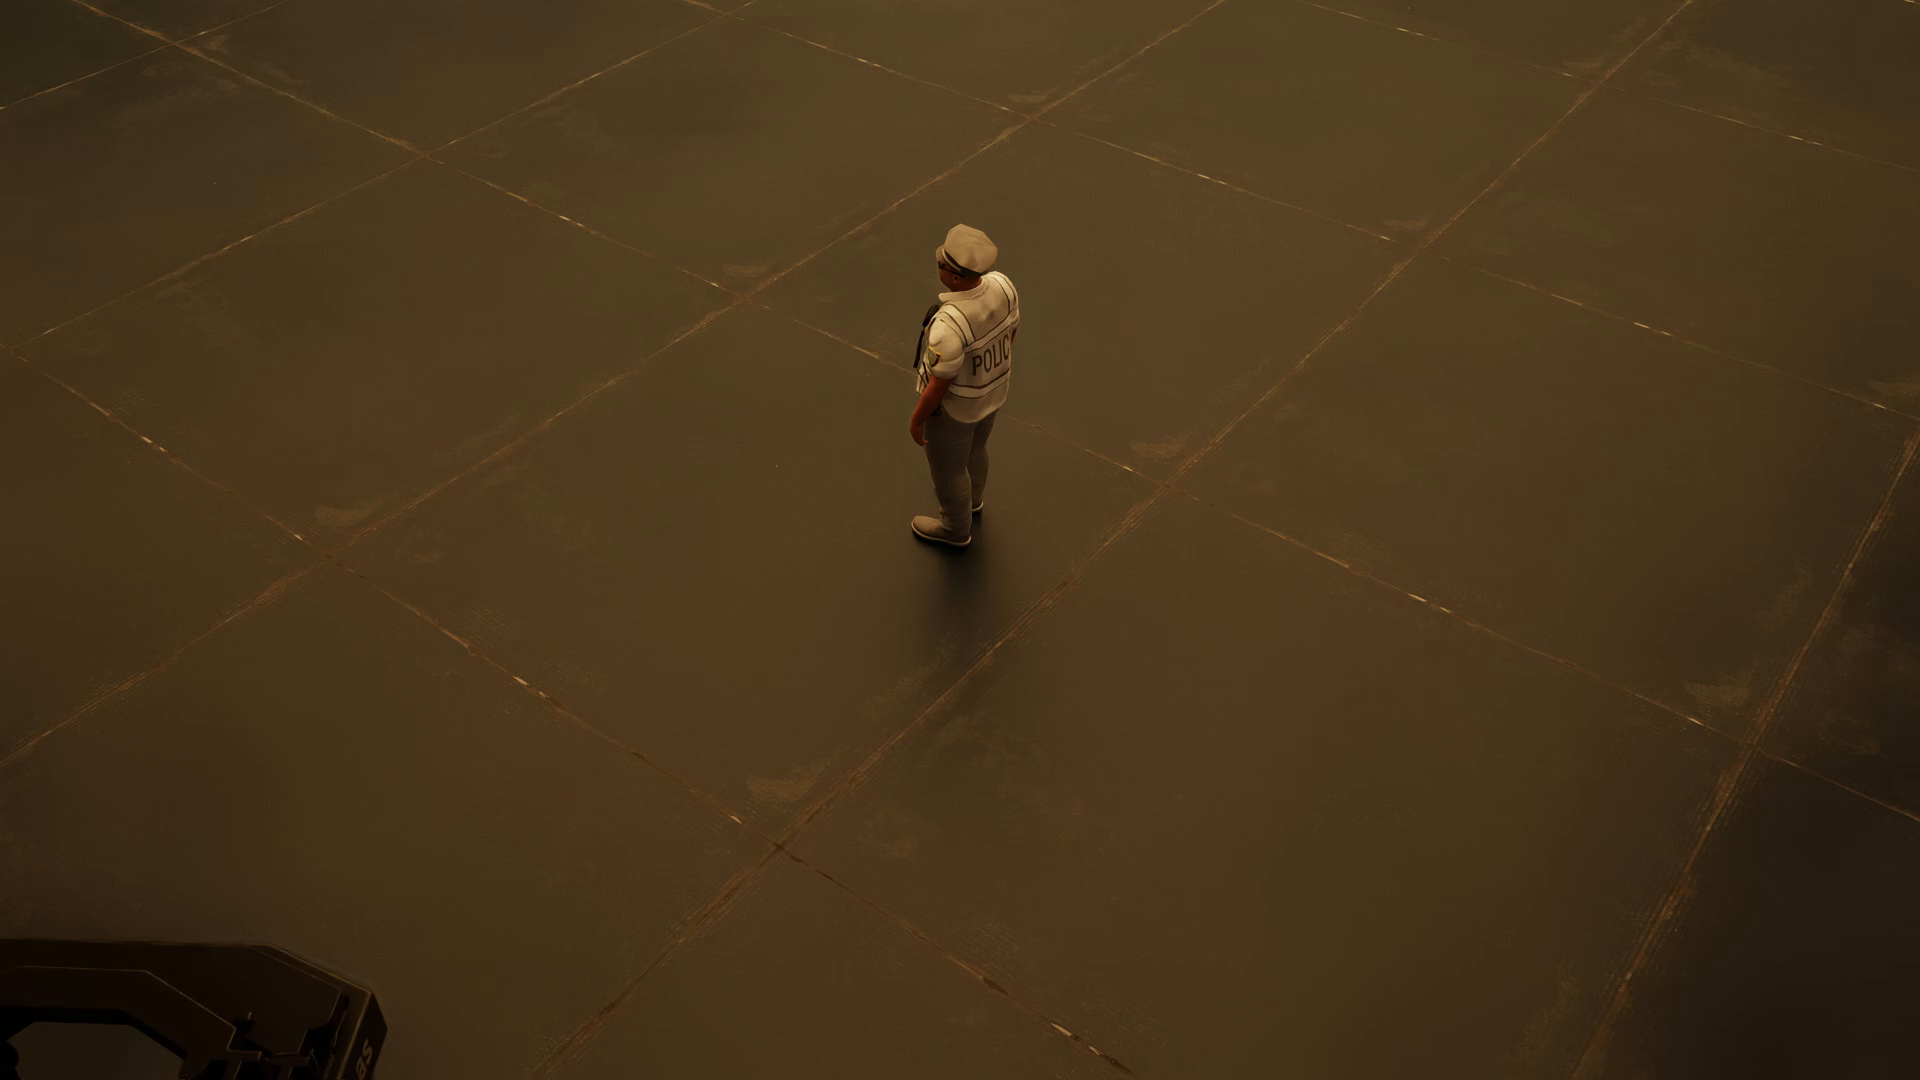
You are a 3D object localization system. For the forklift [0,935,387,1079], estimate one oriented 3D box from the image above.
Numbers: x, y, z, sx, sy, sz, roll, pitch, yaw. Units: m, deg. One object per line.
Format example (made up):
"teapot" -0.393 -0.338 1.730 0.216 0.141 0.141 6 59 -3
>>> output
"forklift" -1.571 2.297 3.380 1.130 2.935 3.031 2 40 2

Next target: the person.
"person" -0.054 -0.720 7.794 0.575 1.781 0.640 26 47 28
